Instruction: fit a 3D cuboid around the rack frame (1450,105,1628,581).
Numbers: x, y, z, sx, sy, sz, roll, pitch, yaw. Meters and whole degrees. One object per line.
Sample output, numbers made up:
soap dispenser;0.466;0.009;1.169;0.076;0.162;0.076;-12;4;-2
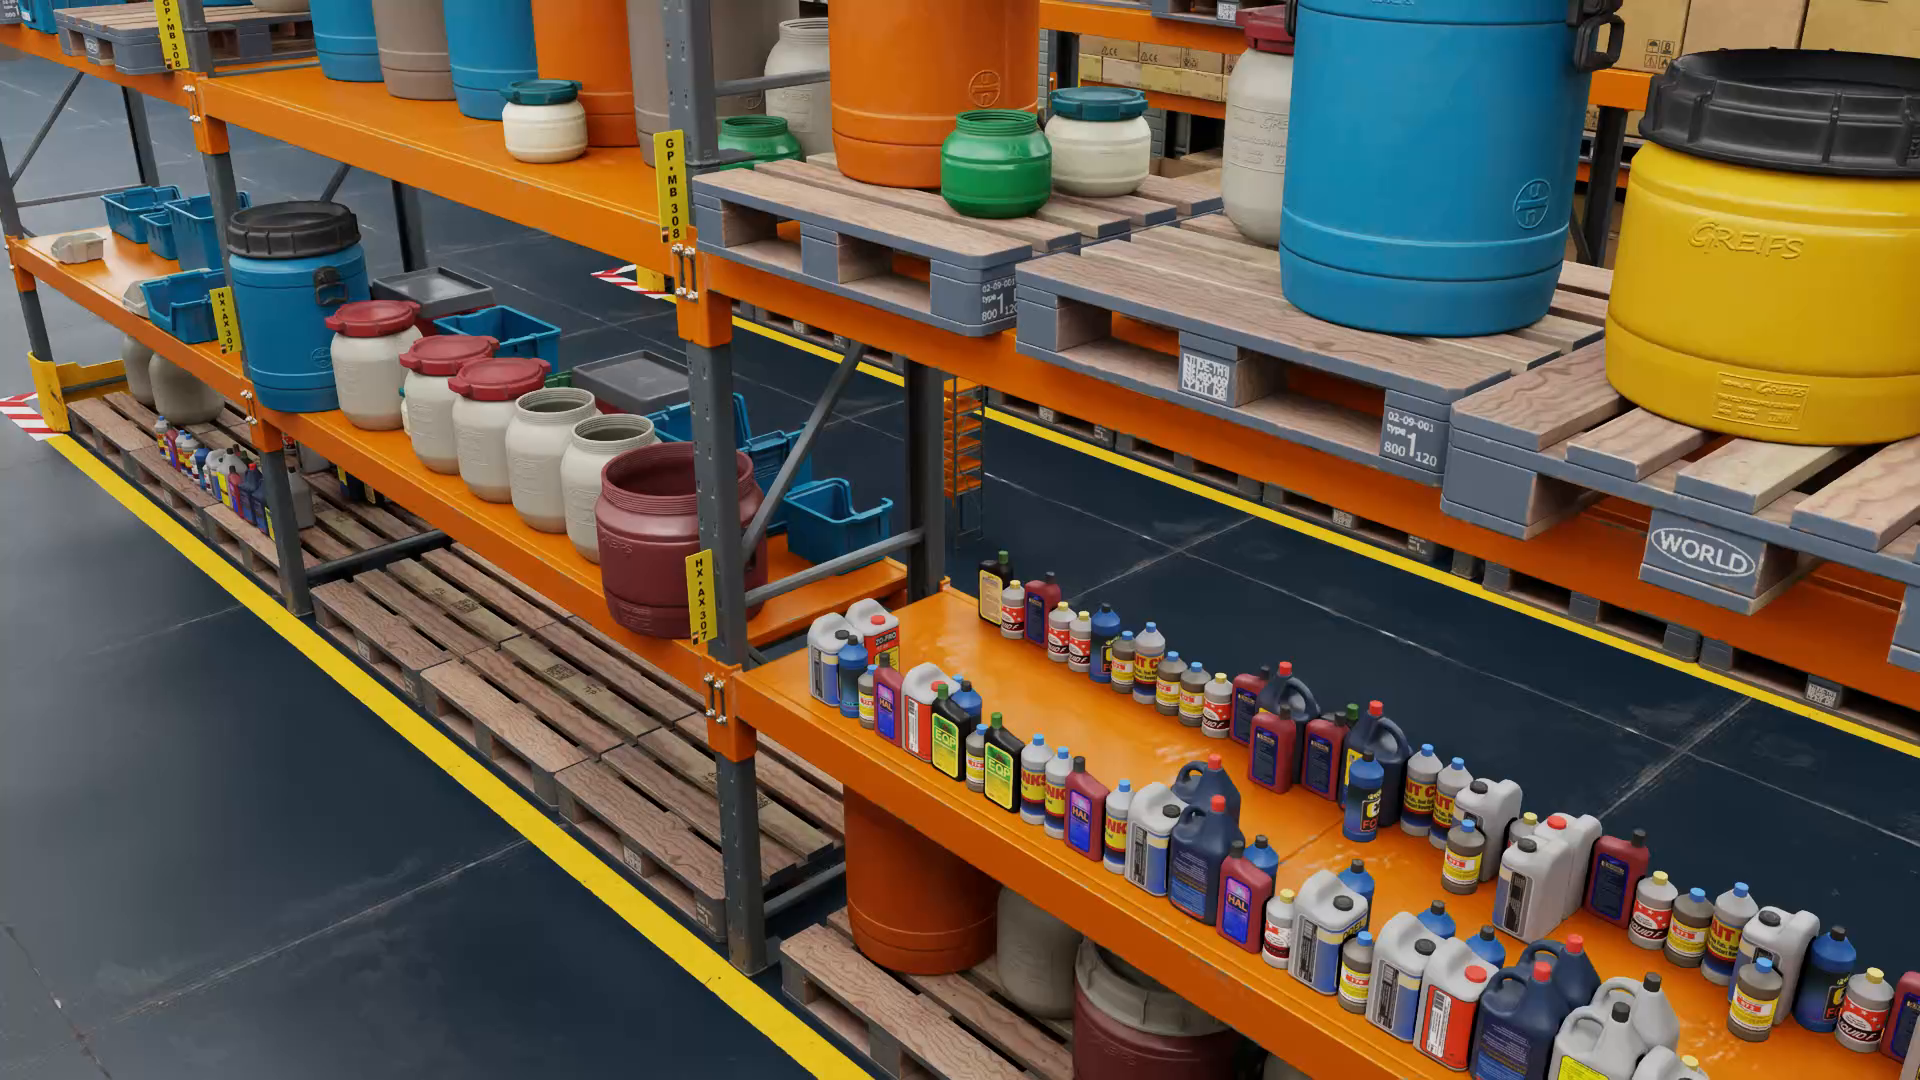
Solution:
rack frame;3.158;-1.297;8.978;1.000;3.000;0.127;-21;32;-38

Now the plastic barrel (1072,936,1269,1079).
plastic barrel;0.658;1.499;5.249;0.600;0.588;0.708;-21;32;-38

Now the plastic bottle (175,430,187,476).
plastic bottle;-4.682;-0.534;10.063;0.097;0.271;0.097;0;25;0

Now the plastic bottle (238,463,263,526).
plastic bottle;-3.976;-0.271;9.391;0.185;0.351;0.144;22;32;39

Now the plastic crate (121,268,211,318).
plastic crate;-4.489;-1.405;9.532;0.530;0.136;0.437;-21;32;-38

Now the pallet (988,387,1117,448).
pallet;0.956;-1.028;11.748;1.003;0.211;1.213;-21;32;-38

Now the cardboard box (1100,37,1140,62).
cardboard box;1.741;-5.026;16.407;0.500;0.500;0.500;-21;32;-38

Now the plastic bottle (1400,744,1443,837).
plastic bottle;1.318;0.706;4.743;0.097;0.271;0.097;0;25;0

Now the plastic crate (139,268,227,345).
plastic crate;-4.149;-1.295;9.154;0.499;0.251;0.616;-21;32;-38

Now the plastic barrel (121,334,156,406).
plastic barrel;-5.423;-1.198;11.253;0.421;0.512;0.421;0;25;0

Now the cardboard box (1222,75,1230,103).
cardboard box;2.803;-4.215;15.531;0.500;0.250;0.500;-21;32;-39

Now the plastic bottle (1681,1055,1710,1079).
plastic bottle;1.597;1.230;3.678;0.097;0.201;0.097;0;25;0

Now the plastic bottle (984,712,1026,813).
plastic bottle;0.131;0.647;4.858;0.061;0.283;0.133;-21;32;-38

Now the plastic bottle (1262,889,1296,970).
plastic bottle;0.824;0.980;4.227;0.097;0.201;0.097;0;25;0

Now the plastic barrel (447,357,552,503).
plastic barrel;-1.903;-0.461;6.982;0.433;0.535;0.433;0;25;0

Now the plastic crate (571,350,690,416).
plastic crate;-1.342;-0.498;7.151;0.402;0.464;0.583;-21;32;-38

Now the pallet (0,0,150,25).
pallet;-5.434;-3.317;10.020;1.003;0.211;1.213;-21;32;-38

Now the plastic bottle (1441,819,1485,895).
plastic bottle;1.365;0.852;4.508;0.097;0.201;0.097;0;25;0

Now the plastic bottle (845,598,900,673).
plastic bottle;-0.290;0.344;5.532;0.152;0.276;0.135;-21;32;-38

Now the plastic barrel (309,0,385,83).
plastic barrel;-2.688;-2.605;7.627;0.600;0.901;0.708;-21;32;-38

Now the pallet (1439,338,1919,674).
pallet;1.666;-0.169;3.120;1.213;0.211;1.003;-21;32;-38

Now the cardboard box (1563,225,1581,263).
cardboard box;5.261;-2.451;13.991;0.700;0.500;0.500;-21;32;-38

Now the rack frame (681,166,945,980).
rack frame;-0.461;0.107;5.900;1.000;3.000;0.127;-21;32;-38

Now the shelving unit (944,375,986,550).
shelving unit;-0.010;-0.550;9.511;0.258;1.200;0.189;-21;32;-38

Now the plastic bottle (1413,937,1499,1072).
plastic bottle;1.174;1.085;3.908;0.152;0.276;0.135;-21;32;-38

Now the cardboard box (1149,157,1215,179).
cardboard box;1.297;-2.157;10.744;0.500;0.500;0.500;-19;30;-35

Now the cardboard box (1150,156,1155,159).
cardboard box;1.710;-3.868;17.325;0.500;0.311;0.500;19;31;36

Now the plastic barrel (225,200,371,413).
plastic barrel;-3.152;-1.129;8.008;0.600;0.901;0.708;-21;32;-38

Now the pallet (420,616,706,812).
pallet;-1.791;0.761;7.828;1.003;0.211;1.213;-21;32;-38

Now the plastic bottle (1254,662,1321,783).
plastic bottle;0.987;0.538;5.017;0.144;0.351;0.185;-21;32;-38

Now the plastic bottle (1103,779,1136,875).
plastic bottle;0.448;0.782;4.578;0.097;0.271;0.097;0;25;0

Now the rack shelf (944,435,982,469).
rack shelf;-0.010;-0.510;9.529;0.258;0.103;0.180;-21;32;-38

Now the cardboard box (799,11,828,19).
cardboard box;-0.913;-3.733;12.635;0.700;0.500;0.500;-21;32;-38

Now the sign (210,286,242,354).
sign;-3.604;-1.078;8.165;0.100;0.325;0.005;-21;32;-38

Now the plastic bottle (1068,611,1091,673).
plastic bottle;0.417;0.339;5.632;0.097;0.201;0.097;0;25;0

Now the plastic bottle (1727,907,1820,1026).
plastic bottle;1.985;1.017;4.057;0.152;0.276;0.135;-21;32;-38

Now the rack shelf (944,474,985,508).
rack shelf;-0.010;-0.291;9.629;0.258;0.103;0.180;-21;32;-38

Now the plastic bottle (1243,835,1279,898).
plastic bottle;0.777;0.891;4.339;0.097;0.271;0.097;0;25;0

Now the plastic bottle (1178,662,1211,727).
plastic bottle;0.750;0.486;5.309;0.097;0.201;0.097;0;25;0

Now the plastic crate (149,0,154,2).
plastic crate;-4.405;-3.181;9.515;0.392;0.384;0.575;-21;32;-38

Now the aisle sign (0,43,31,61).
aisle sign;-6.192;-3.438;10.539;0.394;0.787;0.004;-21;32;-38

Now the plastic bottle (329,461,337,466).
plastic bottle;-3.863;-0.648;10.217;0.144;0.351;0.185;-22;32;-39

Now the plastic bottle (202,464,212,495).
plastic bottle;-4.406;-0.379;9.809;0.097;0.201;0.097;0;25;0

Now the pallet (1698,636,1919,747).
pallet;4.470;0.579;8.228;1.003;0.211;1.213;-21;32;-38

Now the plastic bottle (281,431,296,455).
plastic bottle;-4.184;-0.644;10.389;0.097;0.201;0.097;0;25;0

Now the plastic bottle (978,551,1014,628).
plastic bottle;0.127;0.162;5.921;0.061;0.283;0.133;-21;32;-38

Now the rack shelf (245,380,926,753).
rack shelf;-1.828;-0.171;7.378;1.077;0.370;4.000;-21;32;-38

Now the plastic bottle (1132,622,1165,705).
plastic bottle;0.617;0.396;5.424;0.097;0.271;0.097;0;25;0

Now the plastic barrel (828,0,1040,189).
plastic barrel;-0.075;-1.471;4.723;0.600;0.830;0.708;-21;32;-38

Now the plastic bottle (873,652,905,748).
plastic bottle;-0.209;0.496;5.190;0.061;0.283;0.133;-21;32;-38

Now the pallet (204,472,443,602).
pallet;-3.623;-0.051;9.608;1.003;0.211;1.213;-21;32;-38

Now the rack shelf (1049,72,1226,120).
rack shelf;2.670;-4.193;16.195;1.077;0.370;4.000;-21;32;-38

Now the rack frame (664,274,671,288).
rack frame;-2.310;-3.720;14.291;1.000;3.000;0.127;-21;32;-38

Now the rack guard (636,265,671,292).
rack guard;-2.327;-2.590;14.826;1.175;0.500;0.348;-21;32;-38

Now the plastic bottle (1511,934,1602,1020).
plastic bottle;1.385;1.059;3.874;0.144;0.351;0.185;-21;32;-38

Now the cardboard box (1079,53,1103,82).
cardboard box;1.405;-4.830;16.879;0.500;0.250;0.500;-22;33;-40

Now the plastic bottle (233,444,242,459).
plastic bottle;-4.228;-0.419;9.797;0.061;0.283;0.133;-21;32;-38

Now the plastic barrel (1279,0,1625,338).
plastic barrel;0.995;-0.938;3.468;0.600;0.901;0.708;-21;32;-38

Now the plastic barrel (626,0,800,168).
plastic barrel;-0.863;-1.796;5.854;0.600;0.901;0.600;0;25;0
